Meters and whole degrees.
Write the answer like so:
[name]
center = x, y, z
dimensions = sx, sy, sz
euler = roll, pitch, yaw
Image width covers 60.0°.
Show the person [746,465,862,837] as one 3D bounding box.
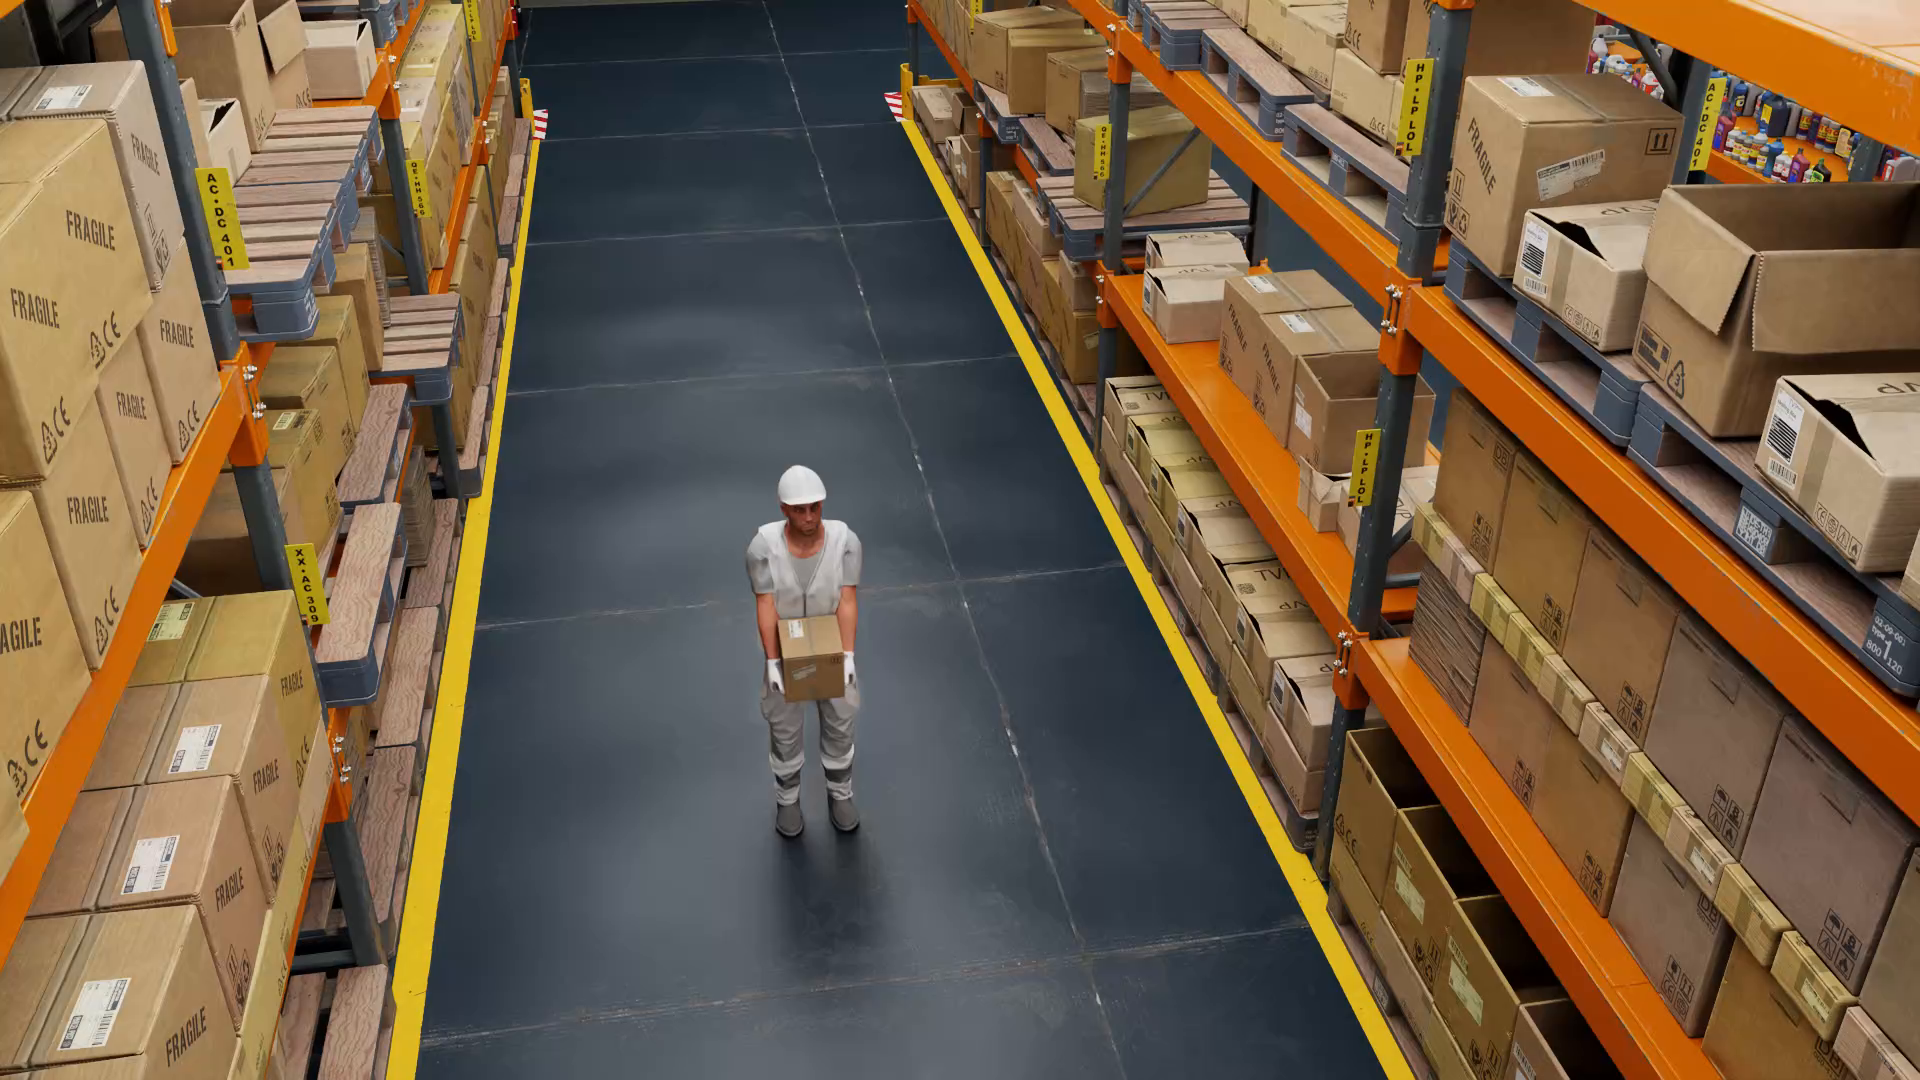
[person]
center = -0.640, 0.540, 7.195
dimensions = 0.495, 1.786, 0.559
euler = -5, 31, -9
